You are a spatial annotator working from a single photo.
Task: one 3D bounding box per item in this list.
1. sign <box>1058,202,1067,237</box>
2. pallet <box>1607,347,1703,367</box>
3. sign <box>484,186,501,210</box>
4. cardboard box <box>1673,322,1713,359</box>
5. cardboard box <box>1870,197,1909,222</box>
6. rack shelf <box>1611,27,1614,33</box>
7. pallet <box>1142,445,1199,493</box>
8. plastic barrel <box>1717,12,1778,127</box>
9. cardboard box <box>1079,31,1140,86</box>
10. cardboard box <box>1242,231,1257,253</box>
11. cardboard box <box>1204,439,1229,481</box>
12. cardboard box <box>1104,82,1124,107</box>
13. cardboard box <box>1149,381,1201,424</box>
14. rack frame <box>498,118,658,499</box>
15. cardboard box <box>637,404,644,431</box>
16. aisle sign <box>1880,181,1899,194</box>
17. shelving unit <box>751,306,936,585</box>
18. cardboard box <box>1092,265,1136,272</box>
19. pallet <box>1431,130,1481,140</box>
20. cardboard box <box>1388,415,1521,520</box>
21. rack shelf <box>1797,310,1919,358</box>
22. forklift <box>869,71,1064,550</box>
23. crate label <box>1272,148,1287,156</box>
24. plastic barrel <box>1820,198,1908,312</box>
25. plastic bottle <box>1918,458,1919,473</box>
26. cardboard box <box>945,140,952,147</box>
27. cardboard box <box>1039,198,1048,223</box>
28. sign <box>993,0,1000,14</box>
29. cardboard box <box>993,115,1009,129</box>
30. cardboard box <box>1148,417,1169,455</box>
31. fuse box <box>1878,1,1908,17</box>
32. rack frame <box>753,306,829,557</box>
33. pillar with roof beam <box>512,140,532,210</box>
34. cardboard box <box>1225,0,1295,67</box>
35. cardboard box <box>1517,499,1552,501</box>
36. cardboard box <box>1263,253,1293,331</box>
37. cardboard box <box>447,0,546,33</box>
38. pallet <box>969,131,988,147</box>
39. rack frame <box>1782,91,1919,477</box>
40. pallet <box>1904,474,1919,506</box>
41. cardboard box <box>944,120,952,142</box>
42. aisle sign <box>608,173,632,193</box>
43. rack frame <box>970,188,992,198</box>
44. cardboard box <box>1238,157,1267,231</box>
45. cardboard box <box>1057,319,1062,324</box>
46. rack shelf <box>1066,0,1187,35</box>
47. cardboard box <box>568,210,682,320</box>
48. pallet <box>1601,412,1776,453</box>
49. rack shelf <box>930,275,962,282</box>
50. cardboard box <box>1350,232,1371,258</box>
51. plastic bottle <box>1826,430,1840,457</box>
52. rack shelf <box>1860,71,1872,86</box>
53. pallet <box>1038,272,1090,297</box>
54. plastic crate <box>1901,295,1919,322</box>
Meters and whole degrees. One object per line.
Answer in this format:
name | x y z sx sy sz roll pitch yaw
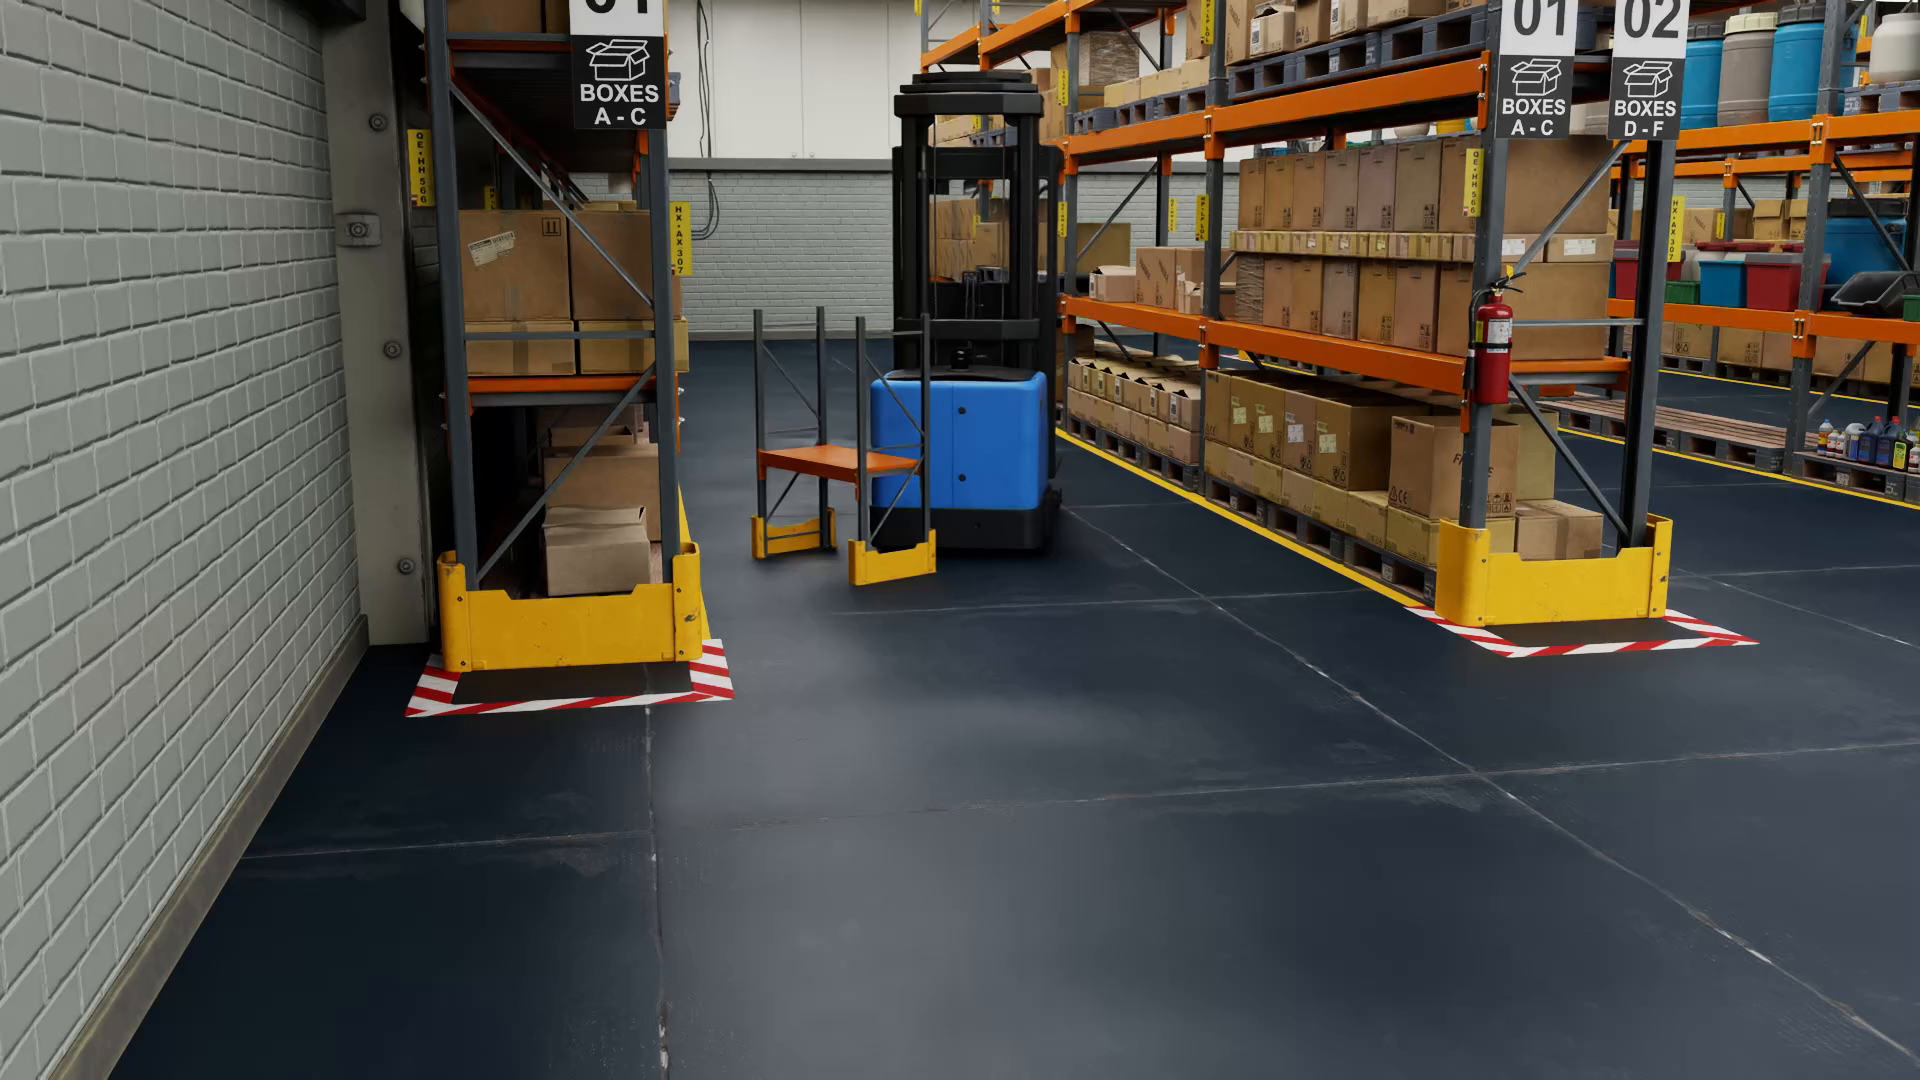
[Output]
sign | 0.980 -3.066 15.900 0.100 0.325 0.005 -2 11 -11
pallet | 10.139 -2.648 24.044 1.003 0.211 1.213 -2 11 -11
sign | -3.114 -2.192 11.092 0.100 0.325 0.005 -2 11 -11
cardboard box | 10.401 -2.938 22.668 0.875 0.875 0.875 -2 11 -11
cardboard box | 10.978 -3.714 19.236 0.797 0.503 0.637 -2 11 -10
rack shelf | 5.981 -5.502 18.528 1.077 0.370 4.000 -2 11 -11
pallet | 2.107 -0.588 13.223 1.003 0.211 1.213 -2 11 -11
plastic barrel | 6.709 -3.929 13.954 0.600 0.901 0.600 0 11 0
cardboard box | 1.432 -4.652 16.152 0.500 0.500 0.500 -2 11 -11
cardboard box | 2.200 -2.090 11.652 0.380 0.149 0.250 -2 11 -10
cardboard box | 2.081 -0.584 11.973 0.500 0.250 0.500 -2 11 -11
cardboard box | 1.654 -4.083 15.382 0.500 0.250 0.500 -3 11 -15
cardboard box | 1.821 -1.115 13.261 0.500 0.311 0.500 -2 11 -9
rack frame | -2.570 -1.644 11.310 1.000 3.000 0.127 -2 11 -11
cardboard box | -3.157 -1.235 14.673 0.700 0.500 0.500 -2 11 -10
aisle sign | 14.837 -5.848 26.447 0.394 0.787 0.004 -2 11 -11
shelving unit | -0.706 -0.592 9.797 0.587 1.500 1.083 -9 14 -39
cardboard box | 1.538 -2.446 15.764 0.500 0.311 0.500 -1 11 -7
pallet | 6.064 -4.504 18.820 1.003 0.211 1.213 -2 11 -11
cardboard box | 2.670 -0.402 9.013 0.500 0.500 0.500 -2 11 -11
rack shelf | 7.537 -1.284 11.343 1.077 0.370 4.000 -2 11 -11
forklift | 0.130 -1.603 11.280 1.130 2.935 3.031 1 11 7
crate label | 4.677 -5.424 23.548 0.408 0.251 0.502 -2 11 -11
plastic barrel | 7.370 -2.332 13.586 0.600 0.901 0.708 -2 11 -11
plastic bottle | 7.017 -0.643 11.960 0.144 0.351 0.185 -2 11 -11
cardboard box | 0.092 -5.046 21.567 0.500 0.250 0.500 -2 11 -11
cardboard box | 0.917 -3.929 20.373 0.500 0.500 0.500 -2 11 -10
sign | 0.503 -7.526 23.246 0.100 0.325 0.005 -2 11 -11
cardboard box | 0.758 -4.975 19.131 0.600 0.600 0.600 -3 11 -16
cardboard box | 1.827 -0.838 13.309 0.500 0.250 0.500 -2 11 -12
fuse box | 18.031 -10.283 32.100 0.513 0.334 0.176 -2 11 -11
rack frame | -1.028 -0.664 10.172 0.500 1.500 0.032 -9 14 -39
pillar with roof beam | -0.888 -6.311 19.789 9.100 9.000 0.400 -2 11 -11
cardboard box | 2.128 -3.520 11.382 0.500 0.500 0.500 -1 11 -6
cardboard box | 3.080 -0.144 9.663 0.500 0.250 0.500 -2 11 -11
cardboard box | 2.490 -1.696 11.317 0.700 0.500 0.500 -2 11 -12
cardboard box | -2.121 -2.510 7.517 0.500 0.500 0.500 -1 11 -7
pallet | 0.791 -4.551 19.064 1.213 0.211 1.003 -2 11 -11
rack frame | 7.148 -2.004 13.202 1.000 3.000 0.127 -2 11 -11
pallet | 7.478 -0.285 11.630 1.003 0.211 1.213 -2 11 -11
cardboard box | 0.086 -5.292 21.519 0.500 0.250 0.500 -2 11 -11
aisle sign | -4.623 -5.146 22.756 0.394 0.787 0.004 -2 11 -11
rack frame | -0.045 -4.025 23.823 1.000 3.000 0.127 -2 11 -11
cardboard box | 2.381 -2.430 11.703 0.700 0.500 0.500 -2 11 -11
cardboard box | 0.880 -2.275 18.131 0.500 0.250 0.500 -2 11 -12
rack shelf | 1.900 -4.588 13.731 1.077 0.370 4.000 -2 11 -11
cardboard box | -1.590 -1.313 7.915 0.500 0.500 0.500 -2 11 -11
pallet | 6.717 -1.001 15.391 1.003 0.211 1.213 -2 11 -11
rack shelf | 0.344 -3.305 21.963 1.077 0.370 4.000 -2 11 -11
cardboard box | 2.552 -1.759 9.914 0.380 0.149 0.250 -2 11 -9
plastic bottle | 6.800 -0.752 12.934 0.097 0.201 0.097 0 11 0
rack shelf | 14.946 -6.772 24.142 1.077 0.370 4.000 -2 11 -11
pallet | 1.310 -2.586 16.772 1.213 0.211 1.003 -2 11 -11
plastic crate | 7.135 -1.641 11.860 0.450 0.188 0.662 -2 11 -11
